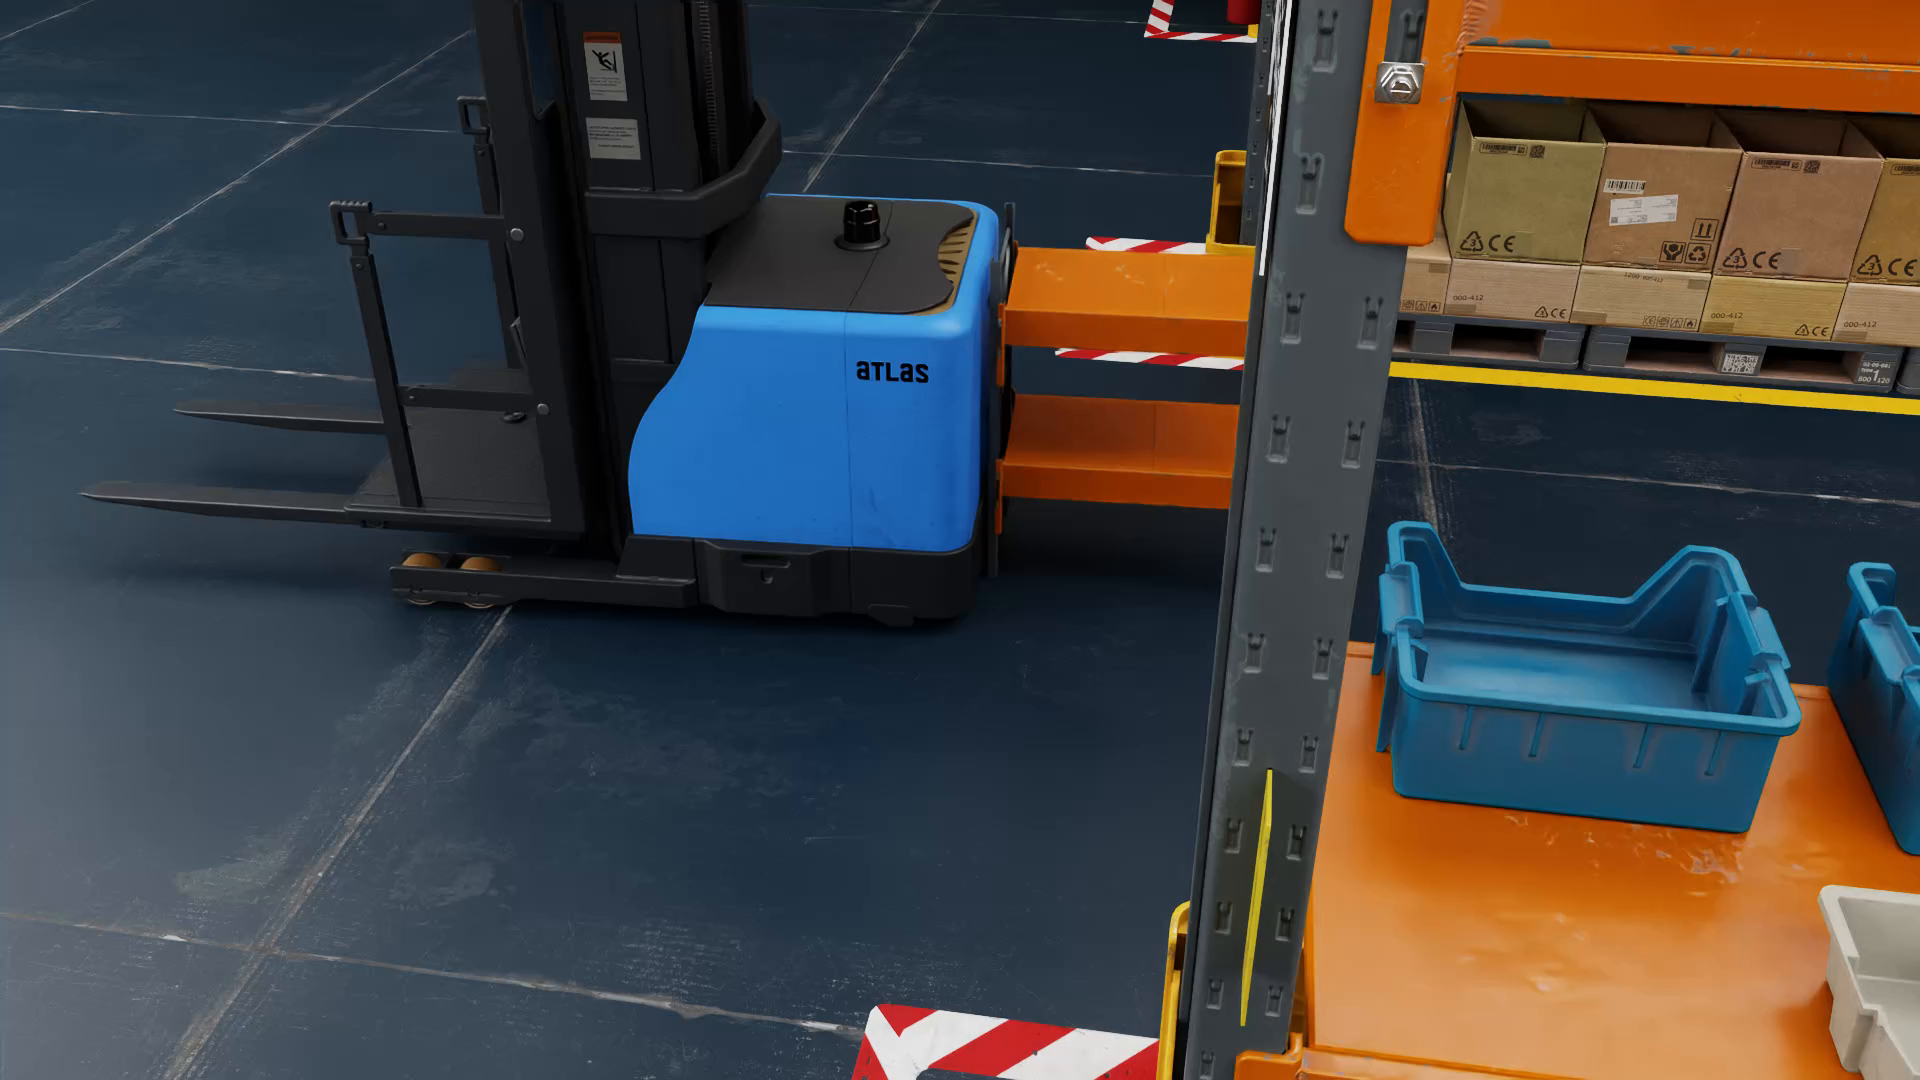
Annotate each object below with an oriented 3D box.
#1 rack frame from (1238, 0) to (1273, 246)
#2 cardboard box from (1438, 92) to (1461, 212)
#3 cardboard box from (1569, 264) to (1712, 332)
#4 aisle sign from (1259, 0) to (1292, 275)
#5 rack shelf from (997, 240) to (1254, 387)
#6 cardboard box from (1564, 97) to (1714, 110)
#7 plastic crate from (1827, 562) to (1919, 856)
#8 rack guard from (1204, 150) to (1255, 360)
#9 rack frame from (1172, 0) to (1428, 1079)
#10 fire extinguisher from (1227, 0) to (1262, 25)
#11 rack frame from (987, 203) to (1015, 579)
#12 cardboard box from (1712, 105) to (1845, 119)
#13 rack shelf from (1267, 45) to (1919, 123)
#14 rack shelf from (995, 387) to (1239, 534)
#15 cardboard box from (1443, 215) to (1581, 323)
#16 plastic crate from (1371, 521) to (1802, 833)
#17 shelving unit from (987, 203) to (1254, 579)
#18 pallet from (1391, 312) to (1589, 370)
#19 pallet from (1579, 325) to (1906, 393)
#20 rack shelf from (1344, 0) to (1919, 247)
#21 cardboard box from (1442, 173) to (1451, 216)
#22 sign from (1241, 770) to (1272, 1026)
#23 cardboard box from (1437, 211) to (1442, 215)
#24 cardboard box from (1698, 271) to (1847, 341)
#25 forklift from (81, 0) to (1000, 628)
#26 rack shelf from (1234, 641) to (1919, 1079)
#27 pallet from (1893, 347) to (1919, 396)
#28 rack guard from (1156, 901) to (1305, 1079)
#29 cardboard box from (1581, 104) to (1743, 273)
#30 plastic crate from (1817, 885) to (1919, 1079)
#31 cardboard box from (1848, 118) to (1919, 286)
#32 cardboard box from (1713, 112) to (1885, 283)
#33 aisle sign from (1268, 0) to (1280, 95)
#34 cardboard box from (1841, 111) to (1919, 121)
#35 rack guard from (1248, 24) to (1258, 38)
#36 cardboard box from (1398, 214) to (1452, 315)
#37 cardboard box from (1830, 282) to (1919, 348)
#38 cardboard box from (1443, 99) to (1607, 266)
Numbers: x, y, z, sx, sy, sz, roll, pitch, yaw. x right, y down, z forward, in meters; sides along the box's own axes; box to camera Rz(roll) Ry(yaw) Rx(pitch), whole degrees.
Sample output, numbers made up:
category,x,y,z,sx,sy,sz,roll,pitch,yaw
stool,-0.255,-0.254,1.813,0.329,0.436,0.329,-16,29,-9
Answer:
category,x,y,z,sx,sy,sz,roll,pitch,yaw
rack frame,1.286,-2.331,6.648,0.127,3.000,1.000,5,32,8
cardboard box,1.864,-1.770,7.239,0.500,0.500,0.500,5,32,8
cardboard box,2.763,-1.092,6.863,0.500,0.250,0.500,5,32,8
aisle sign,0.328,-0.696,1.585,0.004,0.787,0.394,5,32,8
rack shelf,0.639,-0.698,5.254,1.000,0.278,0.538,3,32,5
cardboard box,2.853,-1.688,7.108,0.500,0.500,0.500,5,32,8
plastic crate,1.632,0.271,2.630,0.408,0.251,0.499,5,32,8
rack guard,1.262,-1.274,7.314,0.348,0.500,1.175,5,32,8
rack frame,0.448,0.261,2.506,0.053,2.616,0.949,5,32,8
fire extinguisher,1.247,-2.552,7.073,0.183,0.674,0.296,5,32,8
rack frame,0.134,-0.481,5.458,0.032,1.125,0.500,3,32,5
cardboard box,3.345,-1.643,7.036,0.500,0.500,0.500,5,32,8
rack shelf,3.257,-1.848,6.553,4.000,0.370,1.077,5,32,8
rack shelf,0.639,-0.243,5.539,1.000,0.278,0.538,3,32,5
cardboard box,2.270,-1.137,6.935,0.500,0.250,0.500,5,32,8
plastic crate,0.992,0.210,2.727,0.616,0.251,0.499,5,32,8
shelving unit,0.639,-0.450,5.409,1.048,1.125,0.538,3,32,5
pallet,2.047,-1.103,7.313,1.213,0.211,1.003,5,32,8
pallet,3.246,-0.993,7.137,1.213,0.211,1.003,5,32,8
rack shelf,2.420,-0.529,1.619,4.000,0.370,1.077,5,32,8
cardboard box,2.359,-1.412,7.375,0.500,0.250,0.500,5,32,8
sign,0.352,0.429,1.977,0.005,0.325,0.100,5,32,8
cardboard box,1.864,-1.451,7.436,0.500,0.250,0.500,5,32,8
cardboard box,3.255,-1.045,6.788,0.500,0.250,0.500,5,32,8
forklift,-1.411,-1.293,5.054,3.031,2.935,1.130,3,32,5
rack shelf,2.420,0.742,2.415,4.000,0.370,1.077,5,32,8
pallet,4.452,-0.885,6.965,1.213,0.211,1.003,5,32,8
rack guard,0.532,1.301,3.201,0.348,0.500,1.175,5,32,8
cardboard box,2.765,-1.416,6.674,0.500,0.500,0.500,5,32,8
plastic crate,1.277,0.619,2.183,0.250,0.136,0.298,5,32,8
cardboard box,3.750,-1.325,6.529,0.500,0.500,0.500,5,32,8
cardboard box,3.255,-1.362,6.588,0.500,0.500,0.500,5,32,8
aisle sign,0.428,-1.005,2.078,0.004,0.787,0.394,5,32,8
cardboard box,3.838,-1.599,6.966,0.500,0.500,0.500,5,32,8
rack guard,2.190,-3.856,11.440,0.348,0.500,1.175,5,32,8
cardboard box,1.777,-1.180,7.003,0.500,0.250,0.500,5,32,8
cardboard box,3.748,-1.001,6.717,0.500,0.250,0.500,5,32,8
cardboard box,2.270,-1.454,6.735,0.500,0.500,0.500,5,32,8
